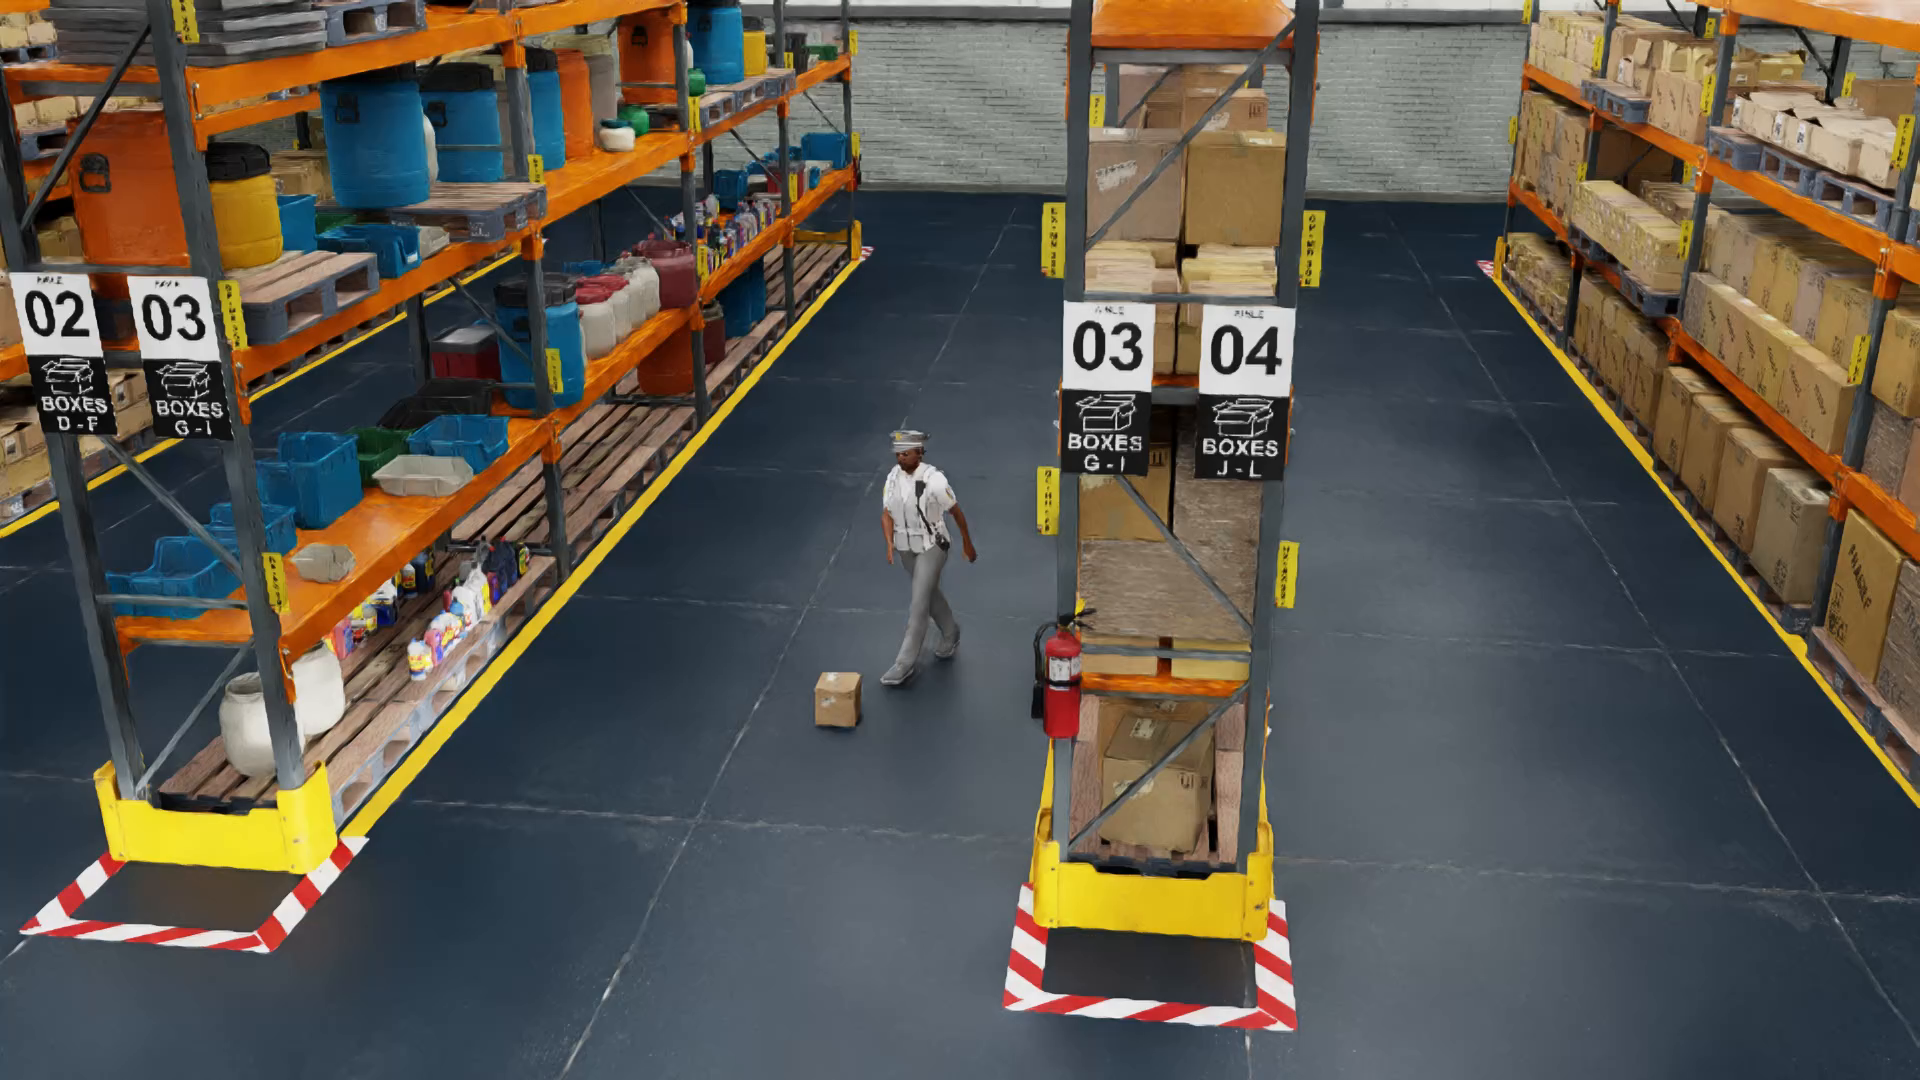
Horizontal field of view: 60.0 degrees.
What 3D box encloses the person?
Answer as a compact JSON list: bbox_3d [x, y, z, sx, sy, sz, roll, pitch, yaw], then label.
[{"bbox_3d":[-0.286,0.067,10.873,0.507,1.632,0.866,15,26,34],"label":"person"}]
